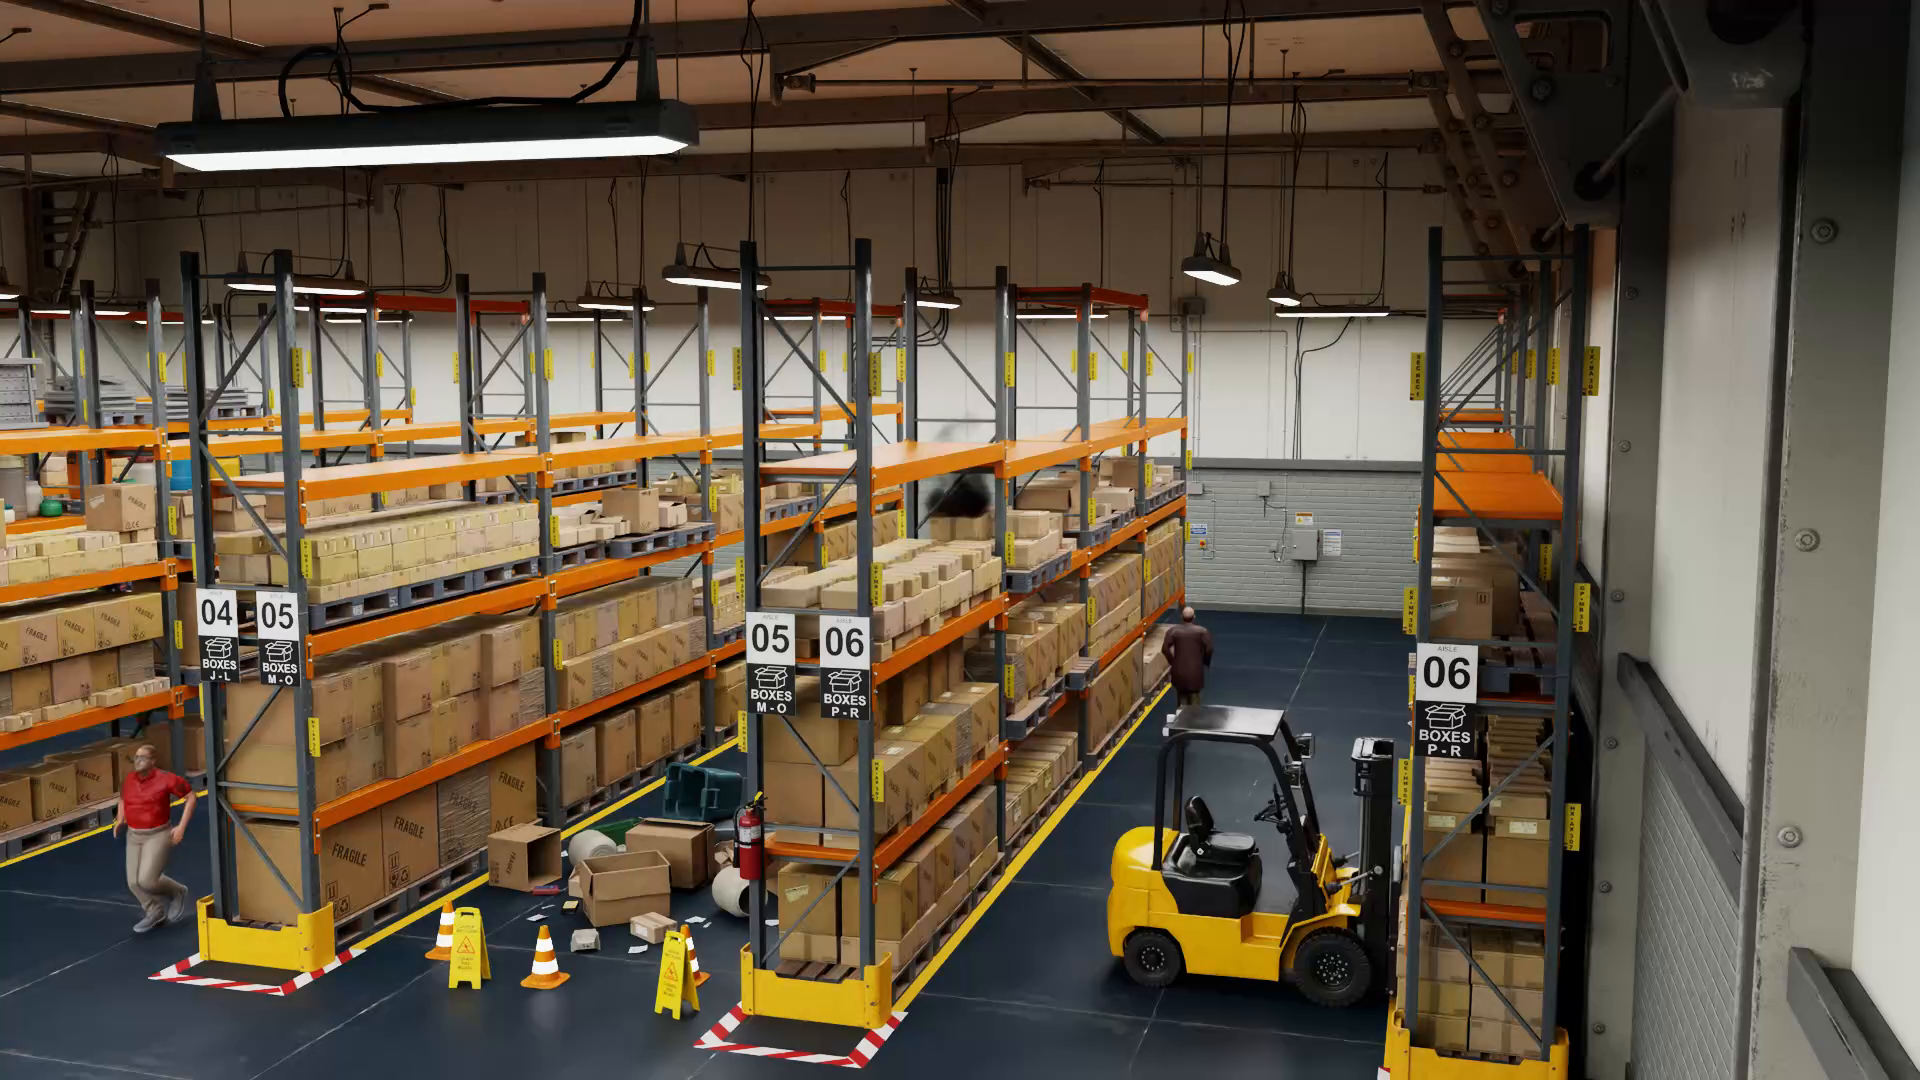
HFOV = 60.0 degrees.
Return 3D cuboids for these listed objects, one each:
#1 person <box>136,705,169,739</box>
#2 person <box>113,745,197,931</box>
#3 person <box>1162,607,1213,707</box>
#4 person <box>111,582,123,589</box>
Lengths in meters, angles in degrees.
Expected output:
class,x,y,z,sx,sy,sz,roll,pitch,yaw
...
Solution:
class,x,y,z,sx,sy,sz,roll,pitch,yaw
person,-10.866,1.804,22.329,0.663,1.748,0.780,1,6,9
person,-7.247,2.671,14.902,0.700,1.694,0.589,1,7,12
person,3.098,1.781,22.666,0.695,1.727,0.672,1,6,9
person,-14.924,1.143,29.281,0.579,1.546,0.668,1,7,11
